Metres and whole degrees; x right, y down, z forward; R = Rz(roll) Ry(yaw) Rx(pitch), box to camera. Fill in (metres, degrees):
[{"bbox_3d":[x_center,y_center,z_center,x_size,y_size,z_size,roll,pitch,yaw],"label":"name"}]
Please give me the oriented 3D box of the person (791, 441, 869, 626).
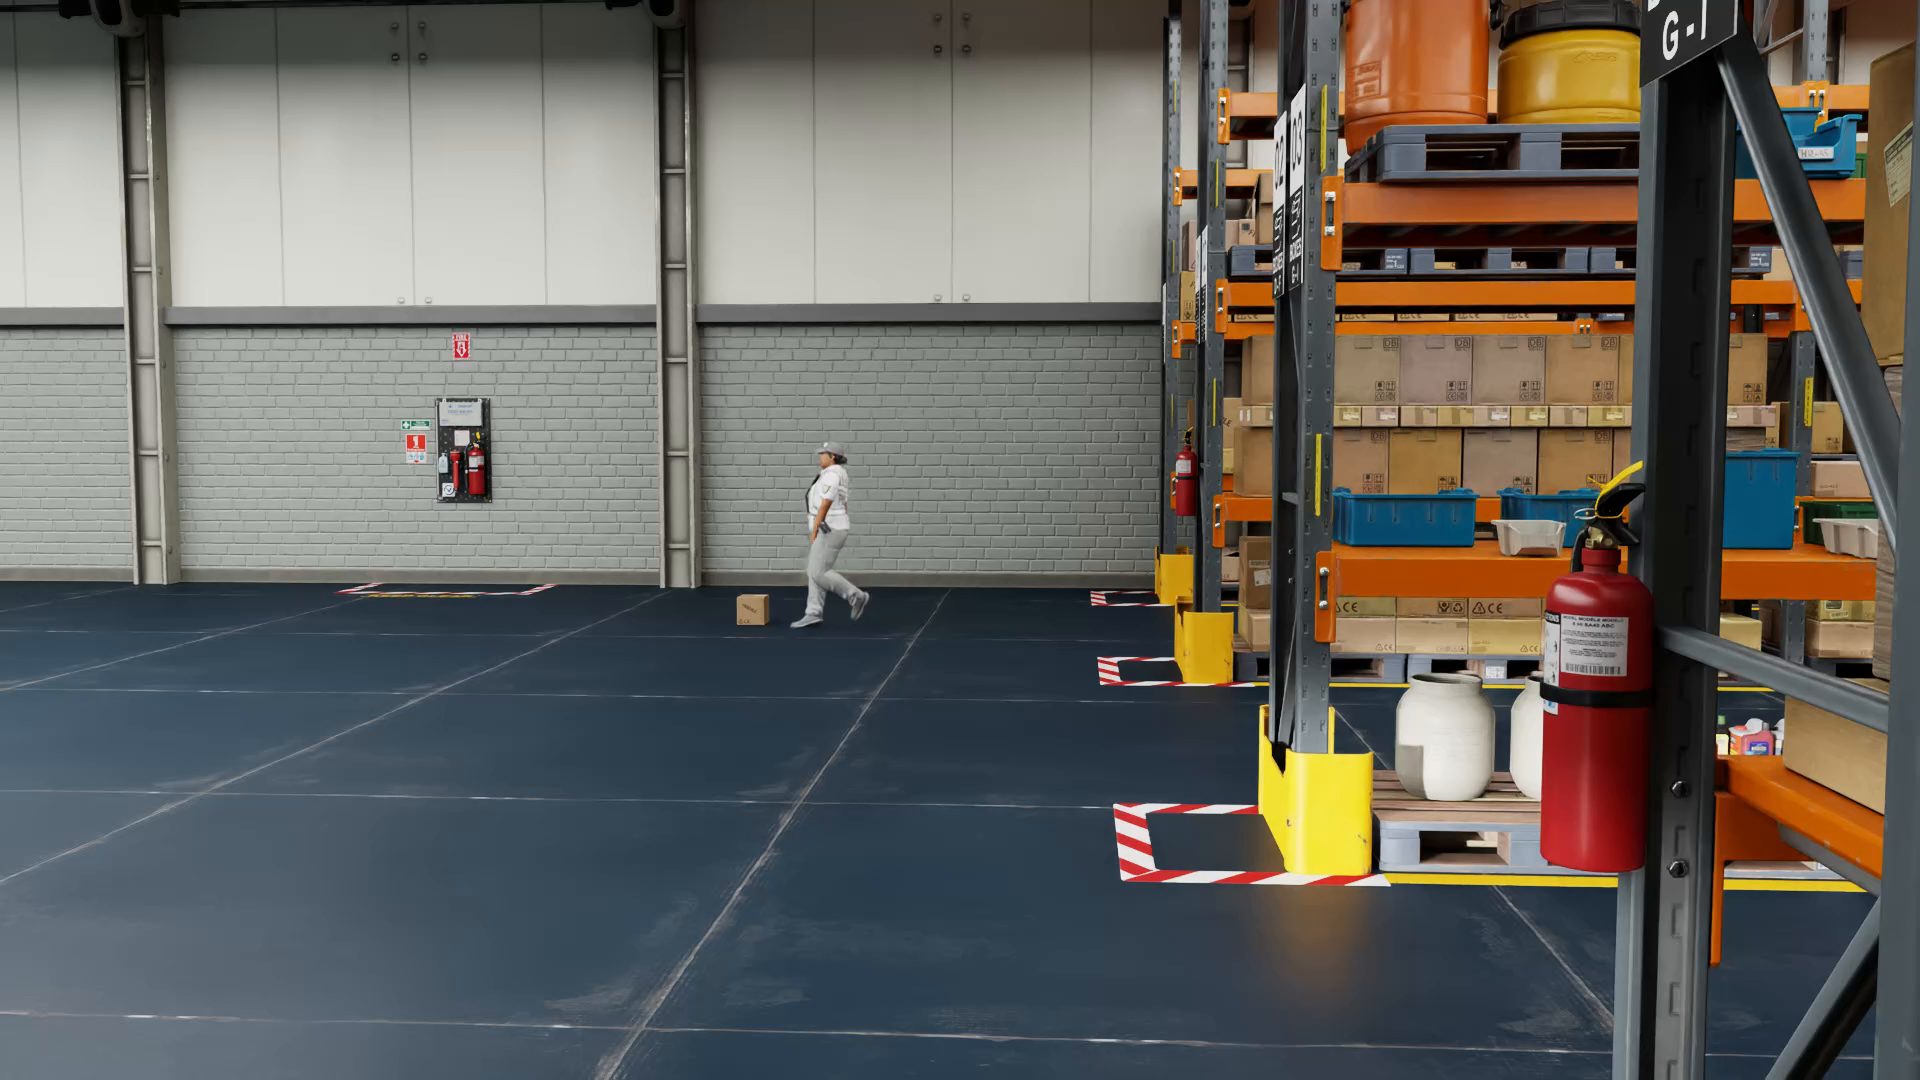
[{"bbox_3d":[-1.167,-0.043,14.877,0.719,1.684,0.518,0,4,1],"label":"person"}]
